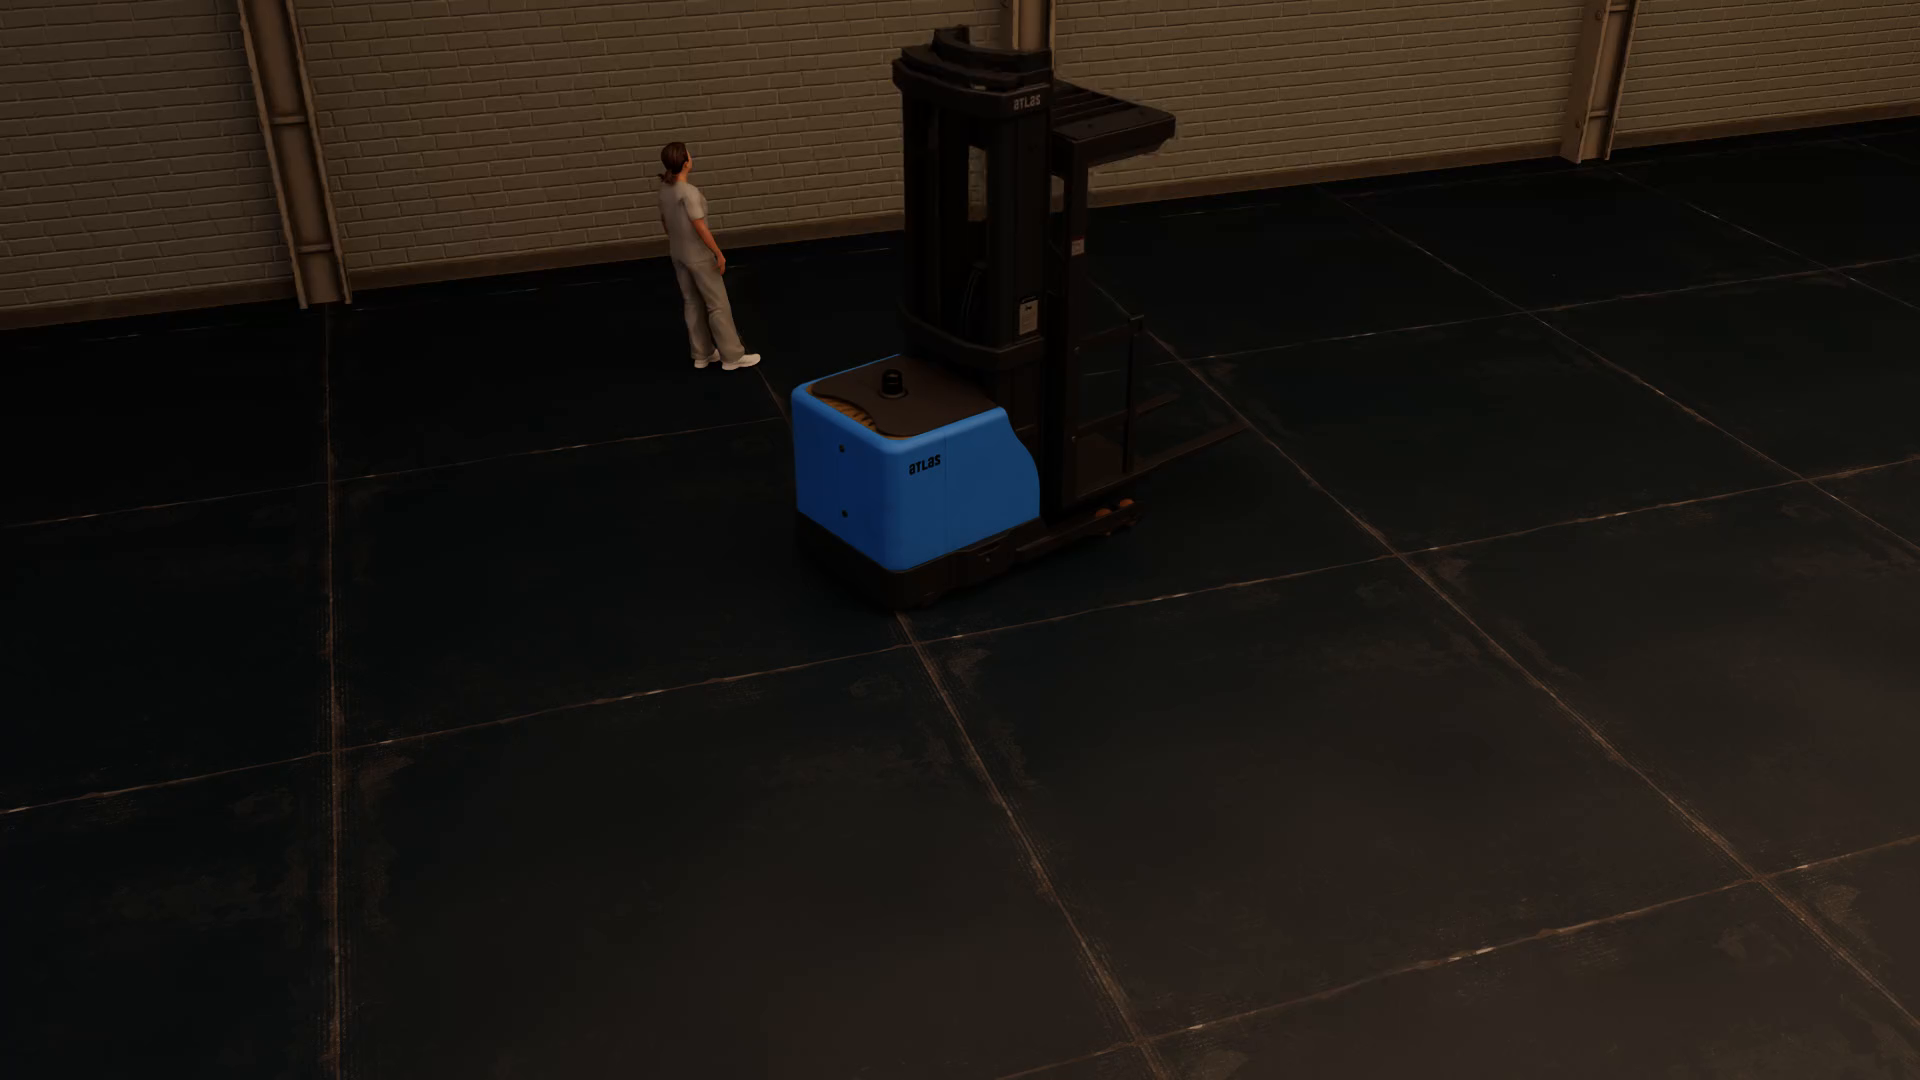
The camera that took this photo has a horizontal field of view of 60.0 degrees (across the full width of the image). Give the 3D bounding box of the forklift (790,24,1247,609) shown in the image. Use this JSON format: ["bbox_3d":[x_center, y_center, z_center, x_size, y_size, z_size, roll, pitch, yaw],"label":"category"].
[{"bbox_3d":[0.493,-1.478,9.655,3.031,2.935,1.130,-22,36,-33],"label":"forklift"}]

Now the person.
[{"bbox_3d":[-1.839,-2.034,11.866,0.548,1.673,0.550,26,39,37],"label":"person"}]
